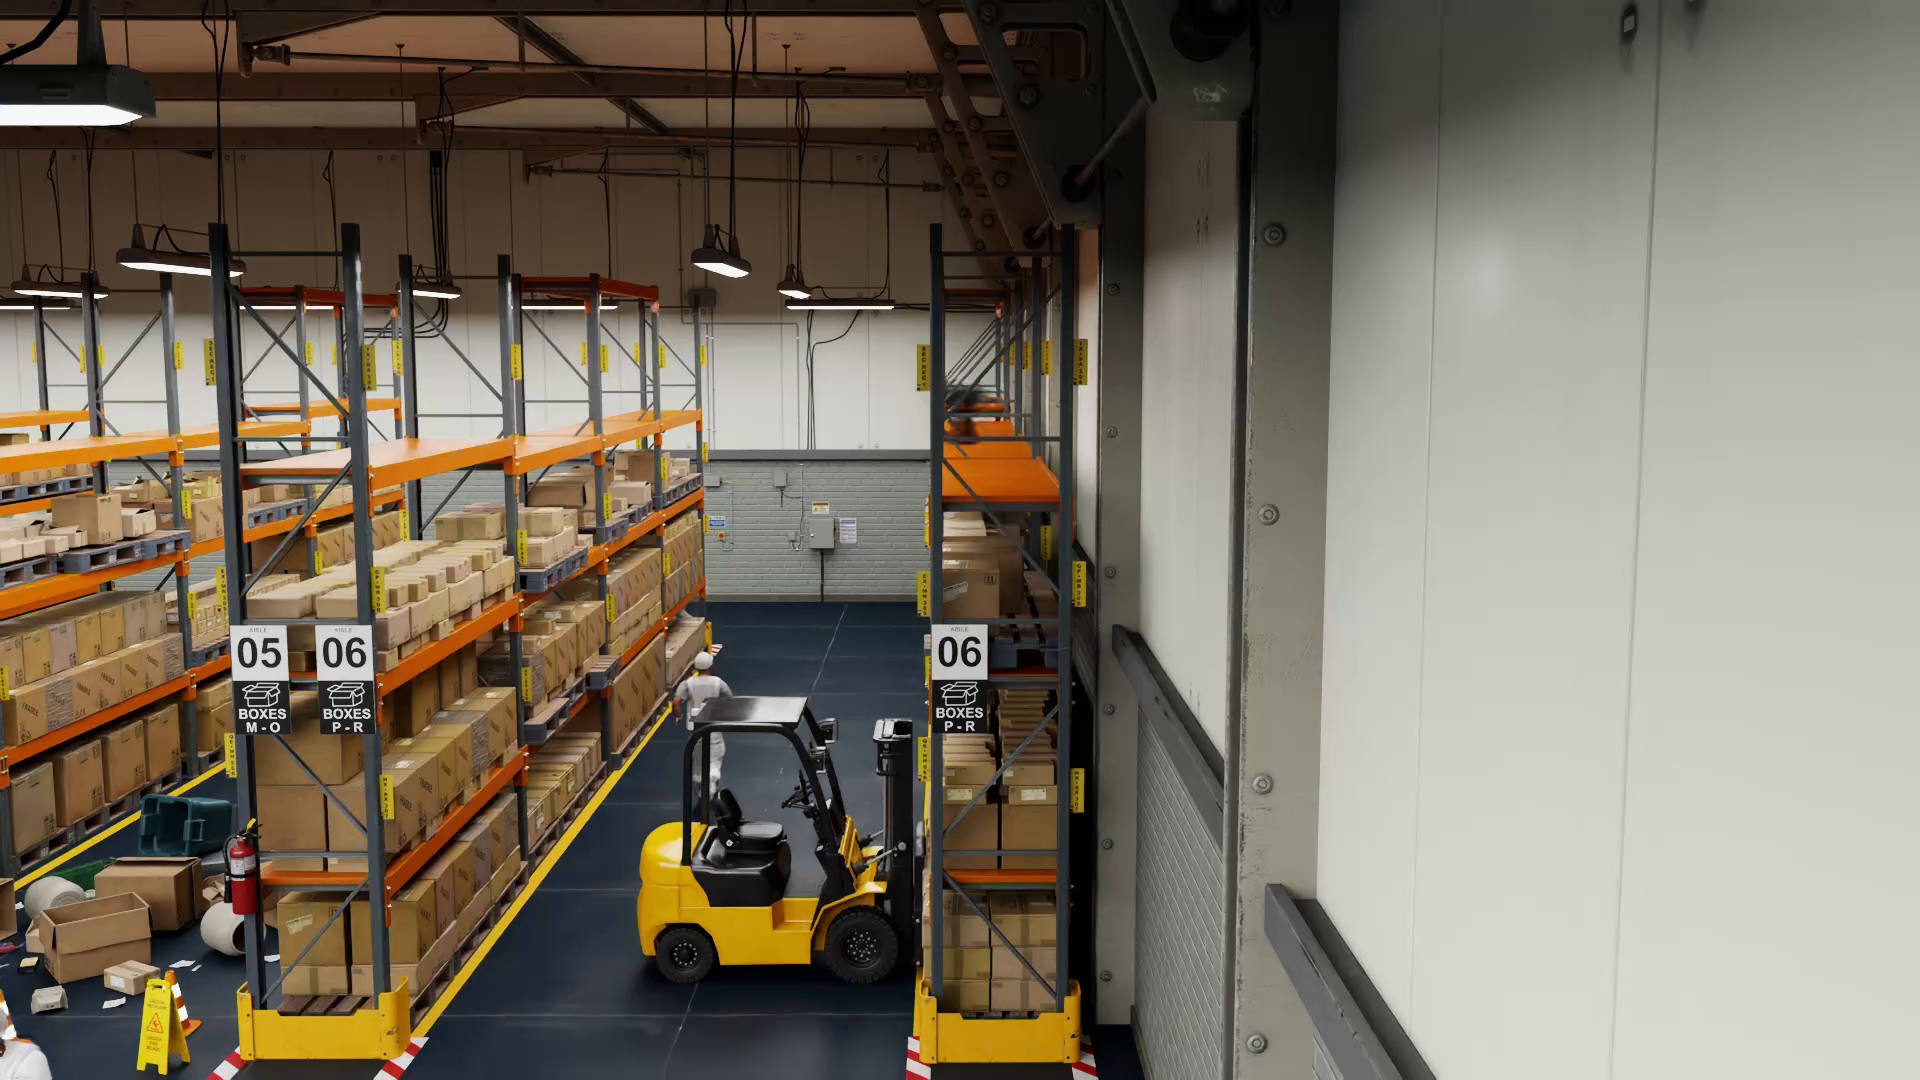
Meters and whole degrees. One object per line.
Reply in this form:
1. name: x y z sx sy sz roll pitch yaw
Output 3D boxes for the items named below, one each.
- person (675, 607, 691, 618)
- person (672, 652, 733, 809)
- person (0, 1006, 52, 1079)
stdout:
1. person: -5.054 0.930 29.012 0.978 1.728 0.597 -1 7 -5
2. person: -2.841 2.107 18.489 0.673 1.764 1.000 0 7 -4
3. person: -5.231 3.274 8.989 0.716 1.722 0.606 0 7 -4
